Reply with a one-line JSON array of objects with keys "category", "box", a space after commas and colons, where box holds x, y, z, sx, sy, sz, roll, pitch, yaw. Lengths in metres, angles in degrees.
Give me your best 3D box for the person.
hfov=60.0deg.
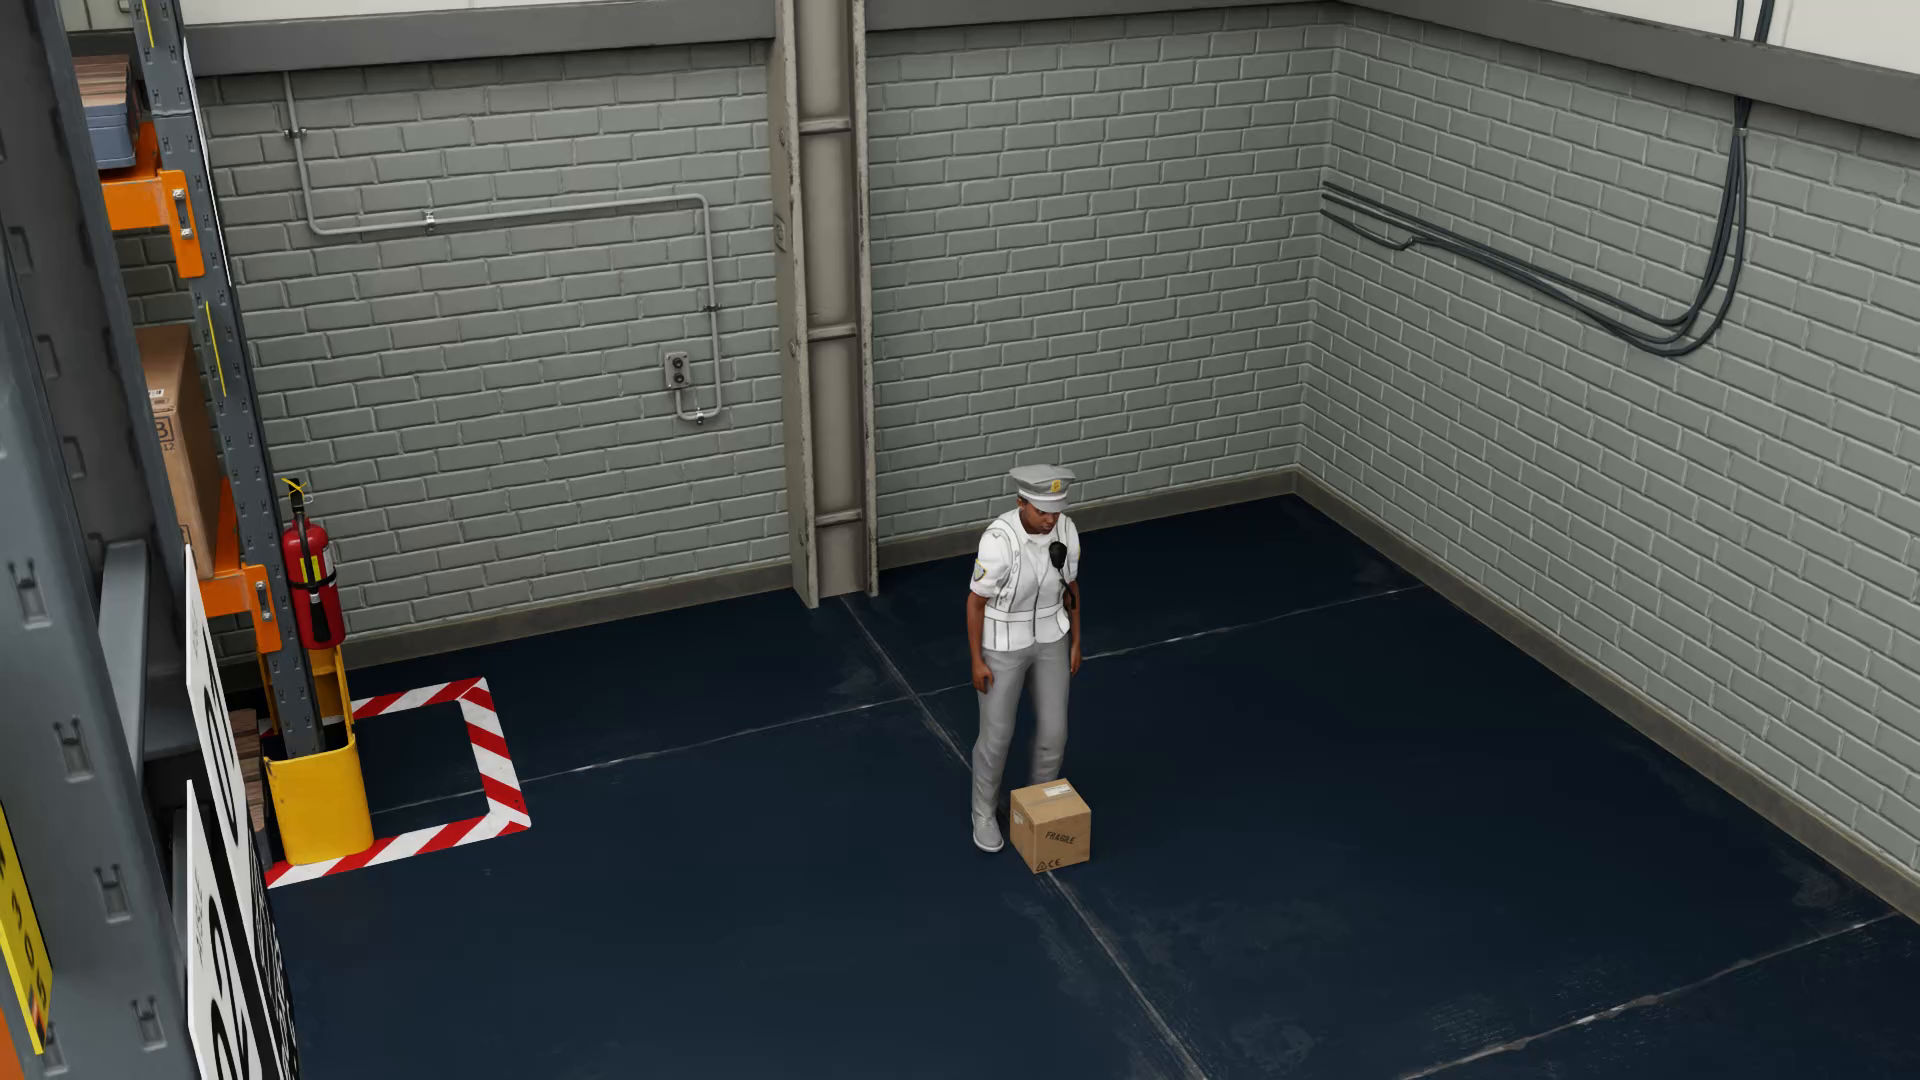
[{"category": "person", "box": [0.266, 0.452, 6.692, 0.504, 1.658, 0.419, -10, 28, -20]}]
